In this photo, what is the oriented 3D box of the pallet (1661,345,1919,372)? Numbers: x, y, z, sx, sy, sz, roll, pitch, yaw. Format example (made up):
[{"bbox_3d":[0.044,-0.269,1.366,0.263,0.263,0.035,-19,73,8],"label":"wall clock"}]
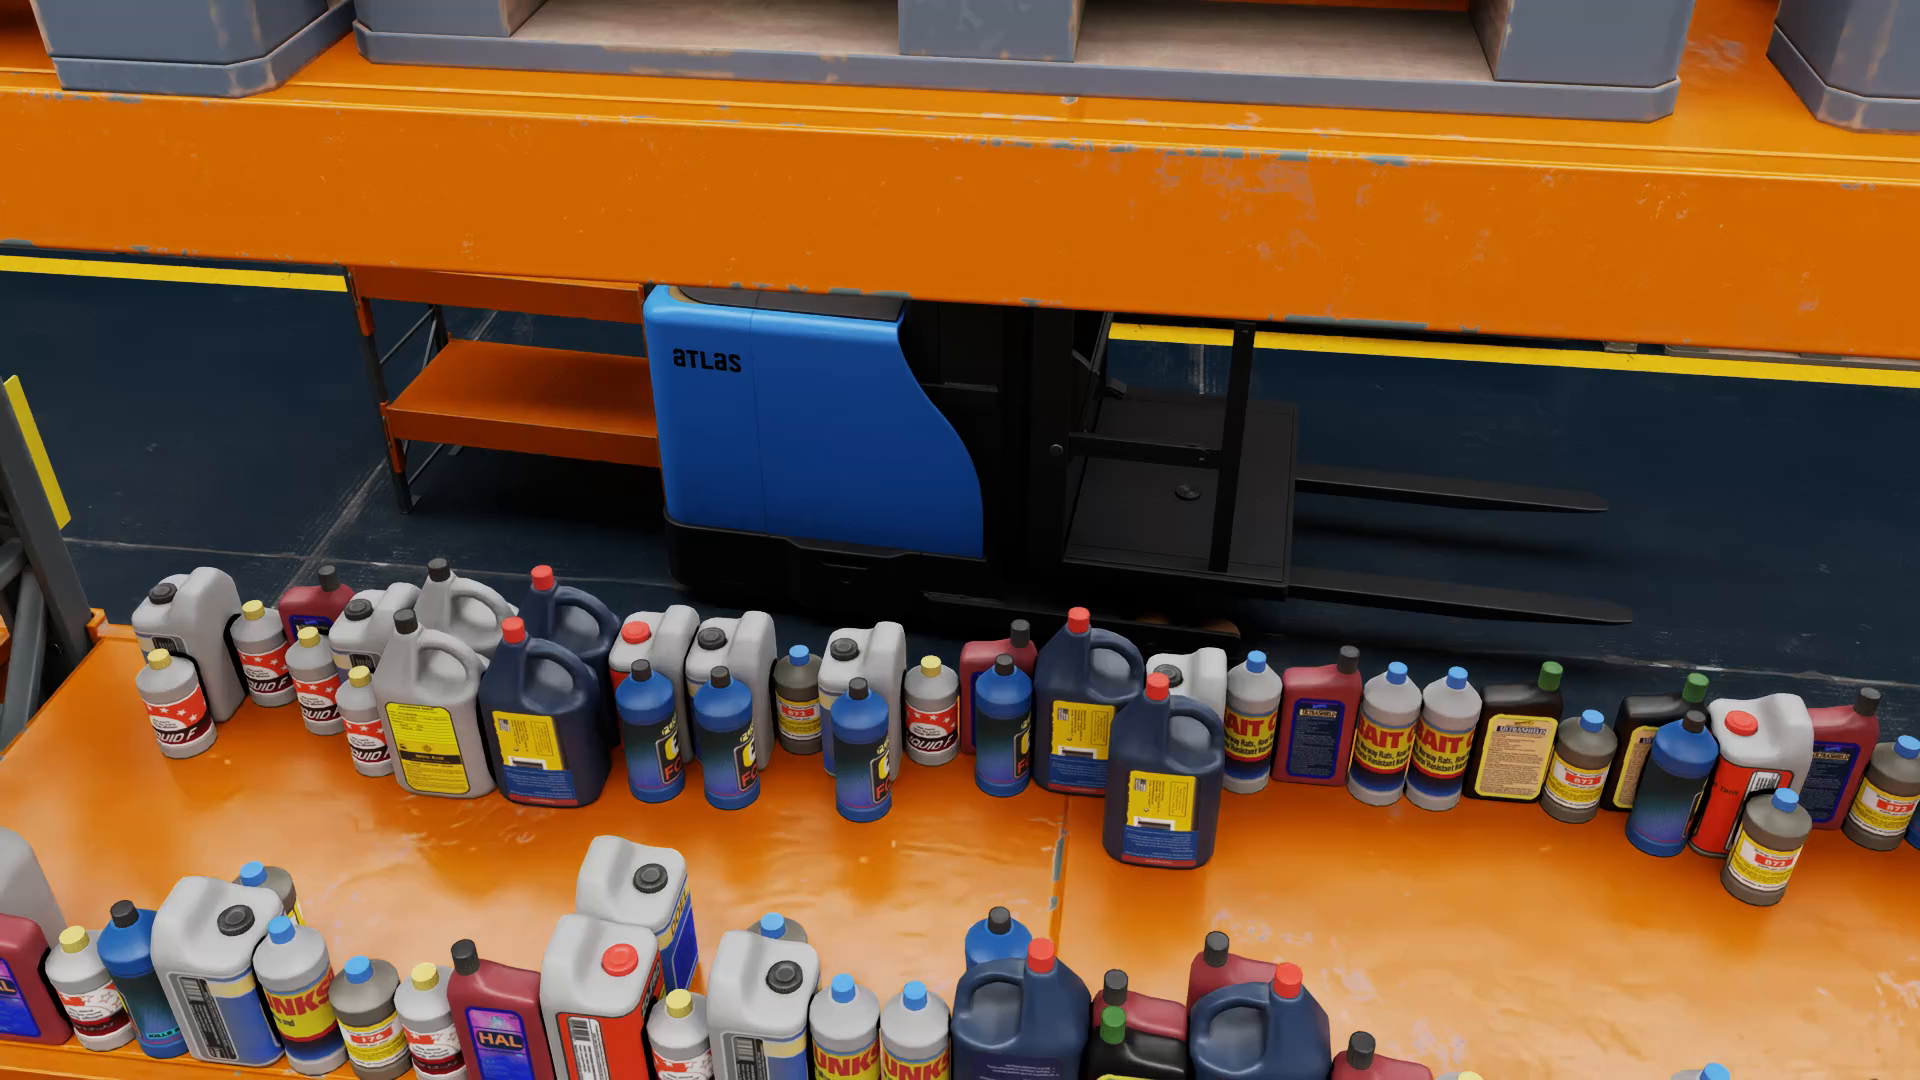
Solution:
[{"bbox_3d":[3.546,-1.080,7.081,1.213,0.211,1.003,4,36,6],"label":"pallet"}]

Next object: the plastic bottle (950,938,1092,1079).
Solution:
[{"bbox_3d":[0.083,0.672,2.268,0.185,0.351,0.144,4,36,6],"label":"plastic bottle"}]

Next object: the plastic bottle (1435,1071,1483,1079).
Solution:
[{"bbox_3d":[0.668,0.790,2.231,0.097,0.201,0.097,0,36,0],"label":"plastic bottle"}]

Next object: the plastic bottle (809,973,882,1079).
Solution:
[{"bbox_3d":[-0.156,0.700,2.297,0.097,0.271,0.097,0,36,0],"label":"plastic bottle"}]

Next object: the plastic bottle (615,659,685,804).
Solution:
[{"bbox_3d":[-0.530,0.317,2.834,0.097,0.271,0.097,0,36,0],"label":"plastic bottle"}]

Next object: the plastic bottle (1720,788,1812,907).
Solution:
[{"bbox_3d":[1.296,0.482,2.664,0.097,0.201,0.097,0,36,0],"label":"plastic bottle"}]

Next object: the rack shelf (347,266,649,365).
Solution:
[{"bbox_3d":[-1.419,-0.873,5.501,1.000,0.278,0.538,7,36,9],"label":"rack shelf"}]

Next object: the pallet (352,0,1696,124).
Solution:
[{"bbox_3d":[0.088,-0.776,1.835,1.213,0.211,1.003,4,36,6],"label":"pallet"}]

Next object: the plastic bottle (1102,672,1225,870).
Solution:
[{"bbox_3d":[0.333,0.363,2.702,0.185,0.351,0.144,4,36,6],"label":"plastic bottle"}]

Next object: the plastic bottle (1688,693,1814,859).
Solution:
[{"bbox_3d":[1.294,0.378,2.745,0.135,0.276,0.152,4,36,6],"label":"plastic bottle"}]

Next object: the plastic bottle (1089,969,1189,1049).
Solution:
[{"bbox_3d":[0.243,0.700,2.287,0.133,0.283,0.061,4,36,6],"label":"plastic bottle"}]

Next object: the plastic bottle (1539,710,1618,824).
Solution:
[{"bbox_3d":[1.050,0.374,2.814,0.097,0.201,0.097,0,36,0],"label":"plastic bottle"}]

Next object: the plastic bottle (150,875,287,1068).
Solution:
[{"bbox_3d":[-1.053,0.616,2.412,0.135,0.276,0.152,4,36,6],"label":"plastic bottle"}]

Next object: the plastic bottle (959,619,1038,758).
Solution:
[{"bbox_3d":[0.066,0.257,2.908,0.133,0.283,0.061,4,36,6],"label":"plastic bottle"}]

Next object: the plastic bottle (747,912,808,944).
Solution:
[{"bbox_3d":[-0.271,0.631,2.454,0.097,0.201,0.097,0,36,0],"label":"plastic bottle"}]

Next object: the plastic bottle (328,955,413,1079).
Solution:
[{"bbox_3d":[-0.845,0.678,2.390,0.097,0.201,0.097,0,36,0],"label":"plastic bottle"}]

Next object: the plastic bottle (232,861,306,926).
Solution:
[{"bbox_3d":[-1.056,0.573,2.536,0.097,0.201,0.097,0,36,0],"label":"plastic bottle"}]

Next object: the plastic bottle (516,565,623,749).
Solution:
[{"bbox_3d":[-0.690,0.197,2.934,0.185,0.351,0.144,4,36,6],"label":"plastic bottle"}]

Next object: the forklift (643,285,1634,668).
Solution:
[{"bbox_3d":[0.612,-1.123,4.801,3.031,2.935,1.130,6,36,9],"label":"forklift"}]

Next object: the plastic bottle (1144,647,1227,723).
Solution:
[{"bbox_3d":[0.377,0.310,2.841,0.135,0.276,0.152,4,36,6],"label":"plastic bottle"}]

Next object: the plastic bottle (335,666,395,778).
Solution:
[{"bbox_3d":[-1.030,0.308,2.907,0.097,0.201,0.097,0,36,0],"label":"plastic bottle"}]

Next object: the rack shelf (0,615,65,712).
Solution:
[{"bbox_3d":[-3.811,0.429,3.186,4.000,0.370,1.077,4,36,6],"label":"rack shelf"}]

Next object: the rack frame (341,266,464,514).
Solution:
[{"bbox_3d":[-1.918,-0.692,5.752,0.032,1.125,0.500,7,36,9],"label":"rack frame"}]

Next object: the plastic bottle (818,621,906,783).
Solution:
[{"bbox_3d":[-0.169,0.269,2.898,0.135,0.276,0.152,4,36,6],"label":"plastic bottle"}]

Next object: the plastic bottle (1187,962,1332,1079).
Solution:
[{"bbox_3d":[0.399,0.696,2.235,0.185,0.351,0.144,4,36,6],"label":"plastic bottle"}]

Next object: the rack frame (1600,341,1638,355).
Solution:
[{"bbox_3d":[2.771,-2.274,6.354,0.127,3.000,1.000,4,36,6],"label":"rack frame"}]

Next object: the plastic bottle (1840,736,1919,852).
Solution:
[{"bbox_3d":[1.544,0.411,2.763,0.097,0.201,0.097,0,36,0],"label":"plastic bottle"}]

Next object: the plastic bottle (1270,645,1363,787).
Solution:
[{"bbox_3d":[0.612,0.298,2.851,0.133,0.283,0.061,4,36,6],"label":"plastic bottle"}]

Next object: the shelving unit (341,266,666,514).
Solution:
[{"bbox_3d":[-1.419,-0.635,5.671,1.048,1.125,0.538,7,36,9],"label":"shelving unit"}]

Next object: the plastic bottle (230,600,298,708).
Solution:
[{"bbox_3d":[-1.276,0.201,3.057,0.097,0.201,0.097,0,36,0],"label":"plastic bottle"}]

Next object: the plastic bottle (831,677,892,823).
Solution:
[{"bbox_3d":[-0.166,0.344,2.796,0.097,0.271,0.097,0,36,0],"label":"plastic bottle"}]

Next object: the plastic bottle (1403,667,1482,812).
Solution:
[{"bbox_3d":[0.821,0.329,2.818,0.097,0.271,0.097,0,36,0],"label":"plastic bottle"}]

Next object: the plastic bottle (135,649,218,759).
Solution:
[{"bbox_3d":[-1.392,0.281,2.945,0.097,0.201,0.097,0,36,0],"label":"plastic bottle"}]

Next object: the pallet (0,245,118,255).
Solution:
[{"bbox_3d":[-4.361,-1.716,7.973,1.213,0.211,1.003,4,36,6],"label":"pallet"}]

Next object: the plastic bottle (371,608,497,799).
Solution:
[{"bbox_3d":[-0.892,0.267,2.836,0.185,0.351,0.144,4,36,6],"label":"plastic bottle"}]

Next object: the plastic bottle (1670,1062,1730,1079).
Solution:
[{"bbox_3d":[0.958,0.784,2.181,0.097,0.271,0.097,0,36,0],"label":"plastic bottle"}]

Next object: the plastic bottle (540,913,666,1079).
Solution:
[{"bbox_3d":[-0.498,0.657,2.354,0.135,0.276,0.152,4,36,6],"label":"plastic bottle"}]

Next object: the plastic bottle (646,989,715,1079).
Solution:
[{"bbox_3d":[-0.386,0.712,2.342,0.097,0.201,0.097,0,36,0],"label":"plastic bottle"}]

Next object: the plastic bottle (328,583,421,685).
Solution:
[{"bbox_3d":[-1.033,0.205,2.988,0.135,0.276,0.152,4,36,6],"label":"plastic bottle"}]

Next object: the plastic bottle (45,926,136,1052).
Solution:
[{"bbox_3d":[-1.269,0.646,2.434,0.097,0.201,0.097,0,36,0],"label":"plastic bottle"}]

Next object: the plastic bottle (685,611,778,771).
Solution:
[{"bbox_3d":[-0.399,0.252,2.922,0.135,0.276,0.152,4,36,6],"label":"plastic bottle"}]

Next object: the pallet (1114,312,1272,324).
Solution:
[{"bbox_3d":[0.792,-1.332,7.435,1.213,0.211,1.003,4,36,6],"label":"pallet"}]
